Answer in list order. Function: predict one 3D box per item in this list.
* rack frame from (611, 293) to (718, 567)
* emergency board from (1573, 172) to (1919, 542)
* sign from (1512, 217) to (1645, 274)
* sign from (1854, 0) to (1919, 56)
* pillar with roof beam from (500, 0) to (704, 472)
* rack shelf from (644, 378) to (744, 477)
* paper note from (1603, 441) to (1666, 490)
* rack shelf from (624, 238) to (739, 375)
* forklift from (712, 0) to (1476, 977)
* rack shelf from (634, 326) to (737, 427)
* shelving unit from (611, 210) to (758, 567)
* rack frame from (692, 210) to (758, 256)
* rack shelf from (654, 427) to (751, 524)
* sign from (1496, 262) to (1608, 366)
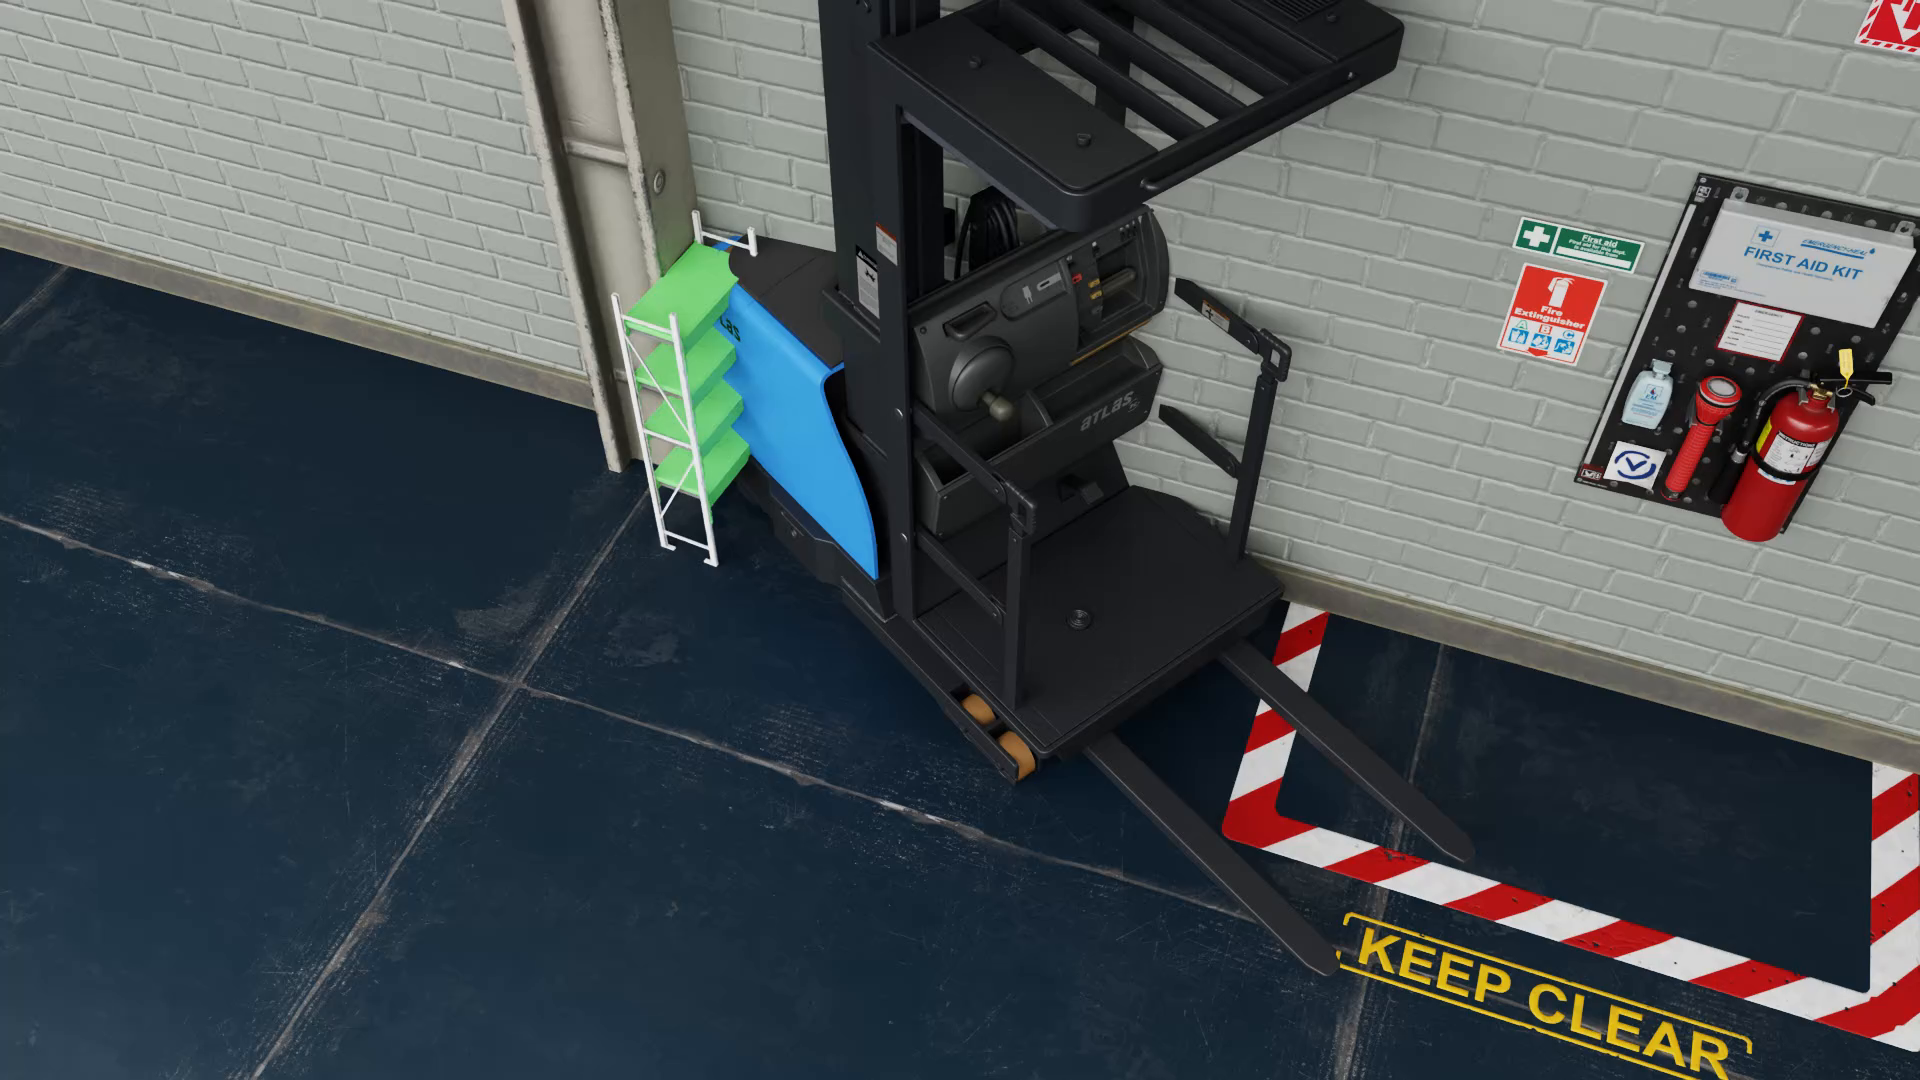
[{"bbox_3d":[-1.008,-0.348,5.751,0.240,1.200,0.015,19,51,17],"label":"rack frame"},{"bbox_3d":[2.189,-0.419,4.628,0.643,1.169,0.194,16,51,13],"label":"emergency board"},{"bbox_3d":[1.707,-0.815,4.597,0.331,0.109,0.001,16,51,13],"label":"sign"},{"bbox_3d":[2.216,-1.251,3.815,0.199,0.298,0.001,16,51,13],"label":"sign"},{"bbox_3d":[-2.627,-0.229,0.494,0.400,9.000,9.100,16,51,13],"label":"pillar with roof beam"},{"bbox_3d":[-0.902,-0.467,5.946,0.258,0.148,0.480,19,51,17],"label":"rack shelf"},{"bbox_3d":[2.046,-0.226,5.044,0.142,0.148,0.016,16,51,13],"label":"paper note"},{"bbox_3d":[-0.903,-0.791,5.592,0.258,0.148,0.480,19,51,17],"label":"rack shelf"},{"bbox_3d":[0.390,-0.590,4.822,1.130,2.935,3.031,-31,56,-24],"label":"forklift"},{"bbox_3d":[-0.903,-0.629,5.769,0.258,0.148,0.480,19,51,17],"label":"rack shelf"},{"bbox_3d":[-0.902,-0.511,5.899,0.258,1.200,0.503,19,51,17],"label":"shelving unit"},{"bbox_3d":[-0.797,-0.673,6.047,0.240,1.200,0.015,19,51,17],"label":"rack frame"},{"bbox_3d":[-0.901,-0.306,6.123,0.258,0.148,0.480,19,51,17],"label":"rack shelf"},{"bbox_3d":[1.706,-0.649,4.804,0.234,0.329,0.001,16,51,13],"label":"sign"}]
